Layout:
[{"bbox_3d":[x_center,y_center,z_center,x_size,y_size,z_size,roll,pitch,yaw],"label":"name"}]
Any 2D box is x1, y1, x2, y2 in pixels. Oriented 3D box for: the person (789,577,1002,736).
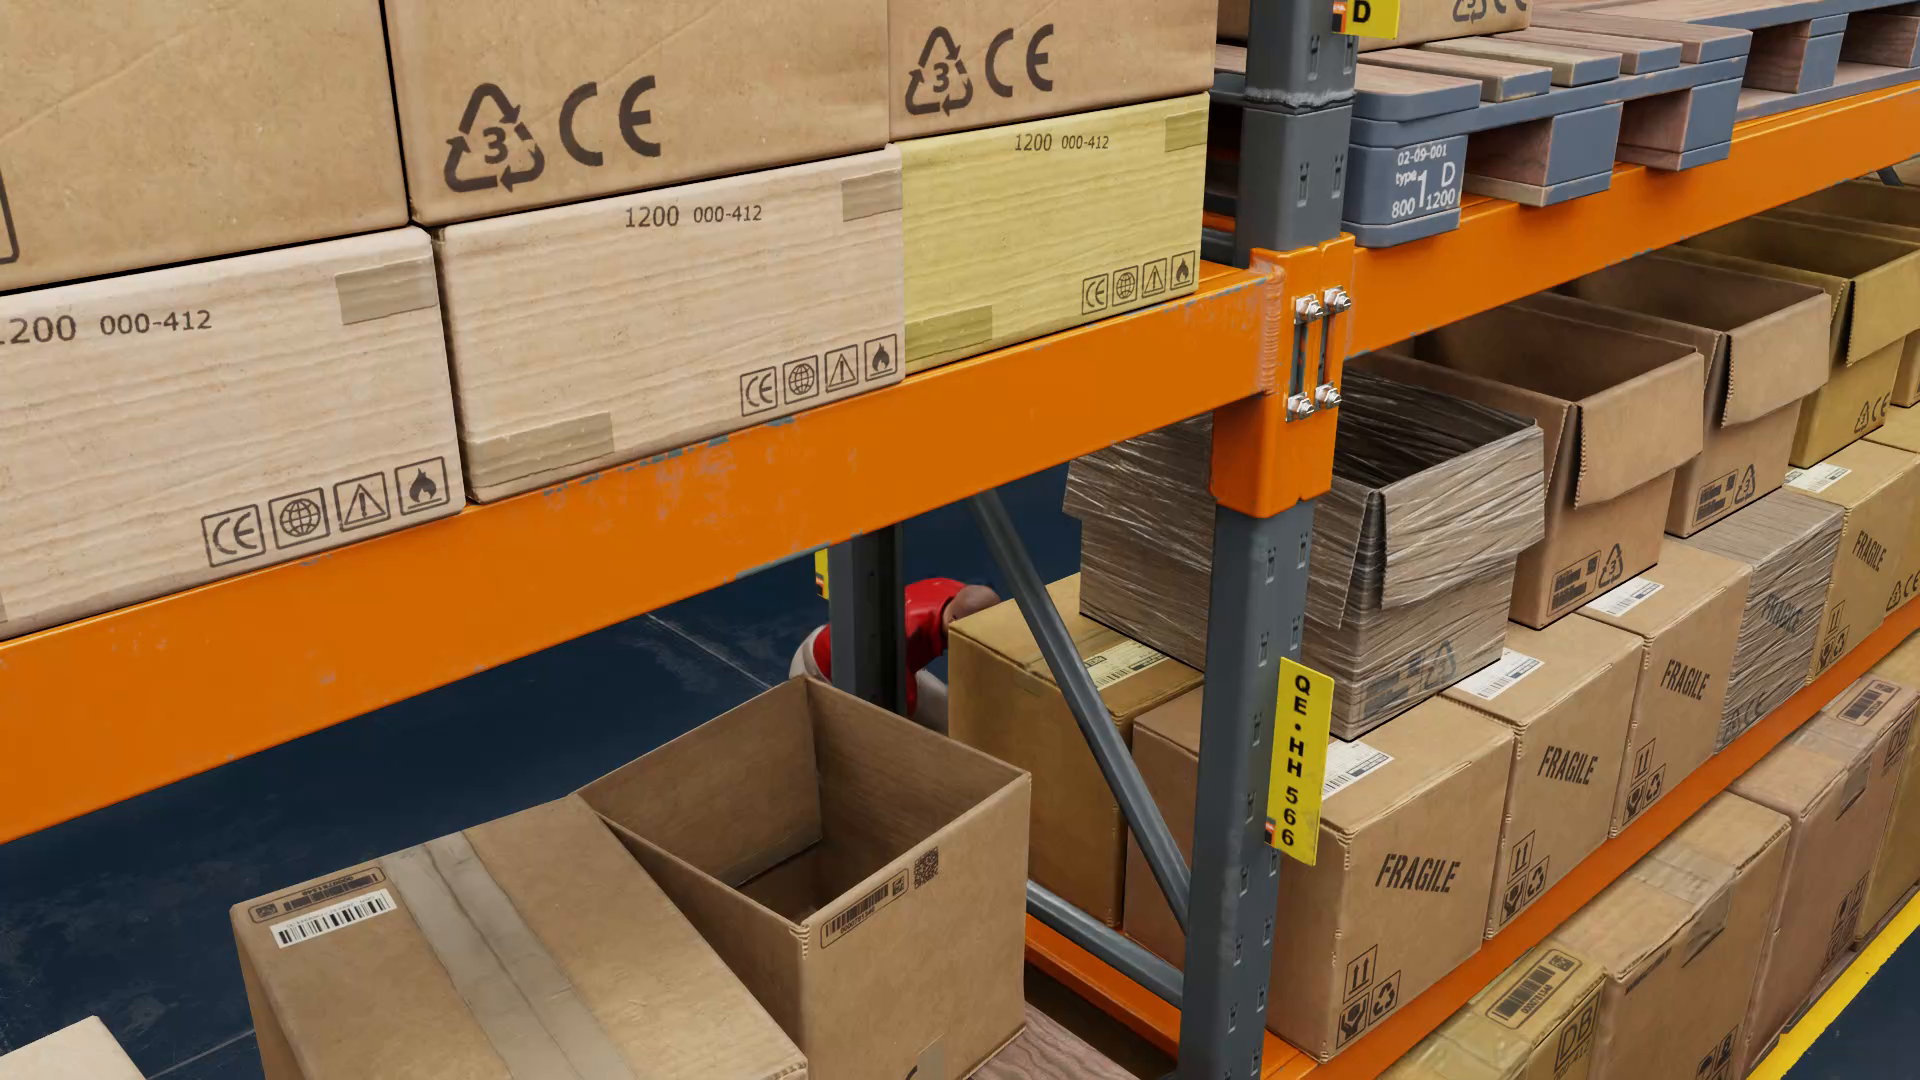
[{"bbox_3d":[-0.184,0.561,5.679,0.576,1.074,0.839,-21,32,-39],"label":"person"}]
